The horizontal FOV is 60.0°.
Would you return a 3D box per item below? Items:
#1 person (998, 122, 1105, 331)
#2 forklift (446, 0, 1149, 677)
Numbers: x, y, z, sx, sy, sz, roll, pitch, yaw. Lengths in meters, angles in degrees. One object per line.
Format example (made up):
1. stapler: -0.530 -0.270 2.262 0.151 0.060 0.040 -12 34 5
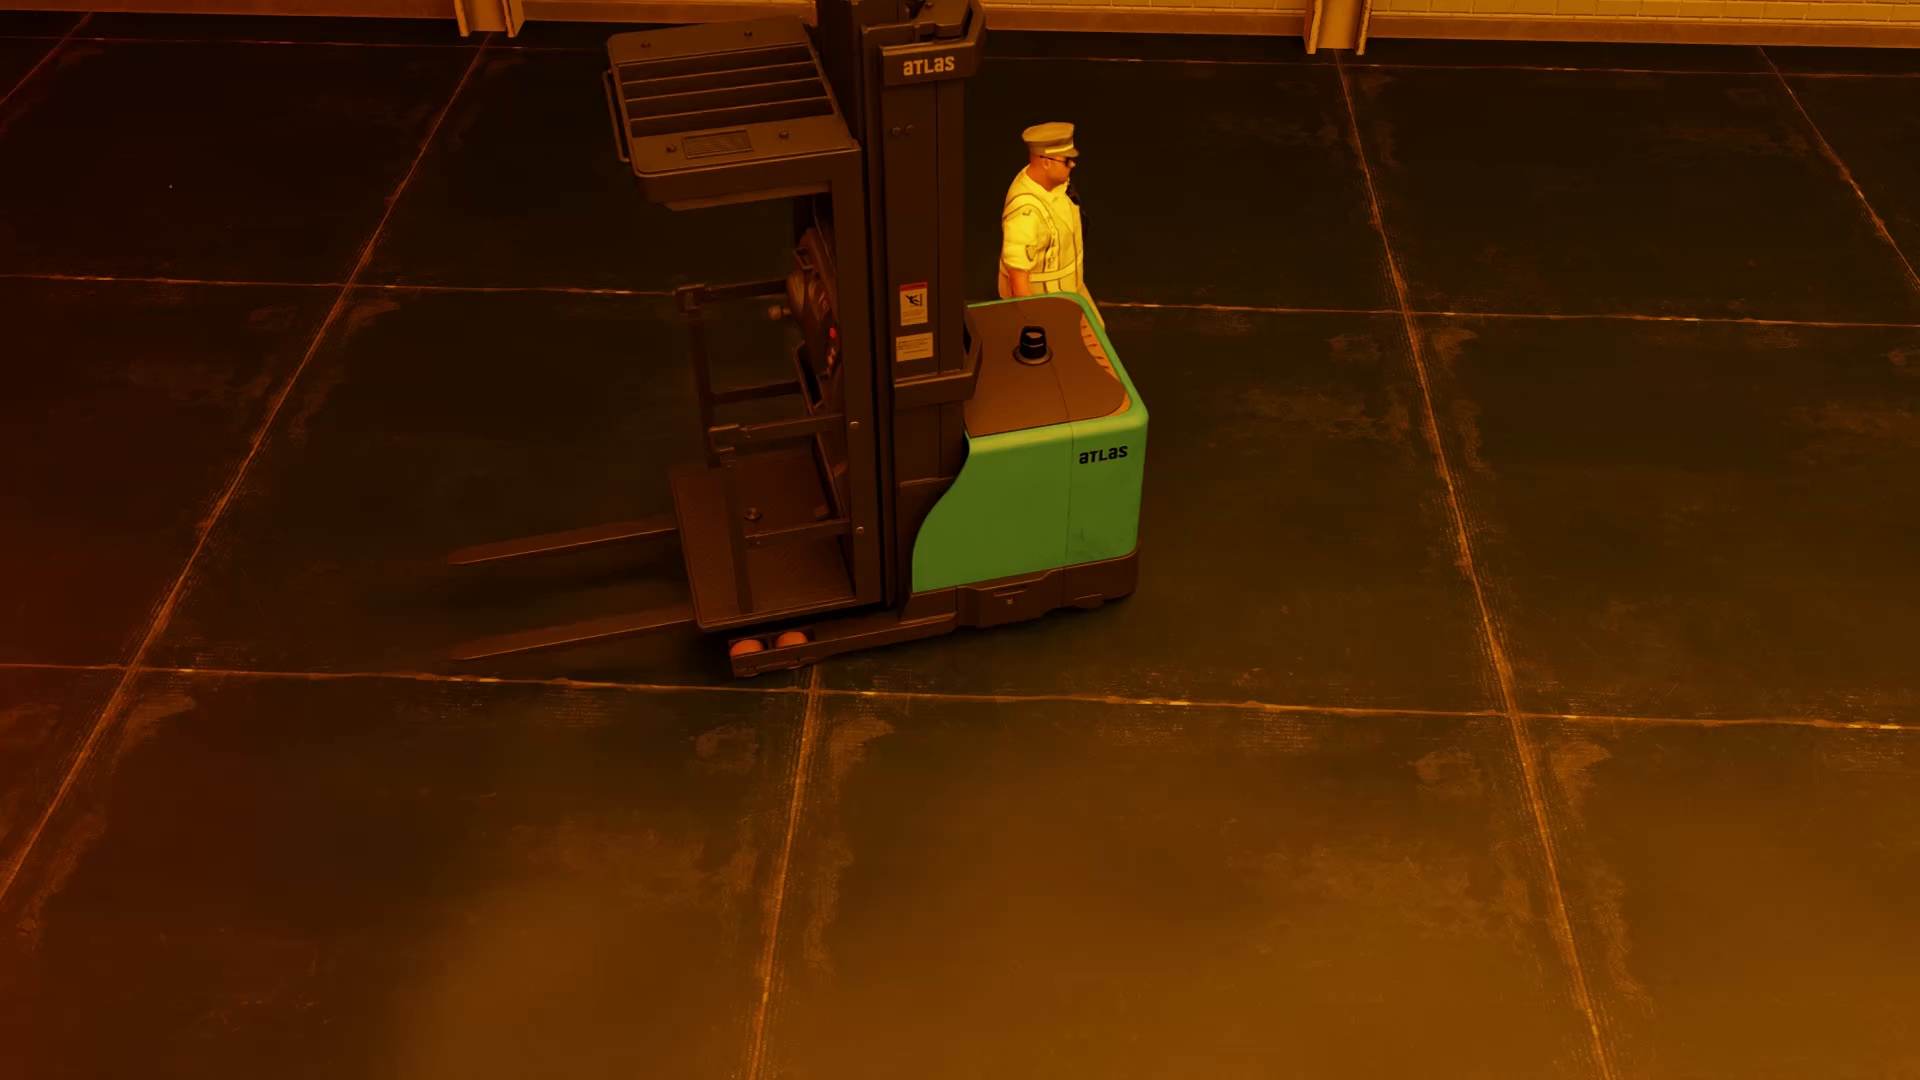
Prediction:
1. person: 0.460 -1.181 7.964 0.556 1.696 0.765 19 46 19
2. forklift: -0.770 -0.881 6.708 3.031 2.935 1.130 -10 43 -10
